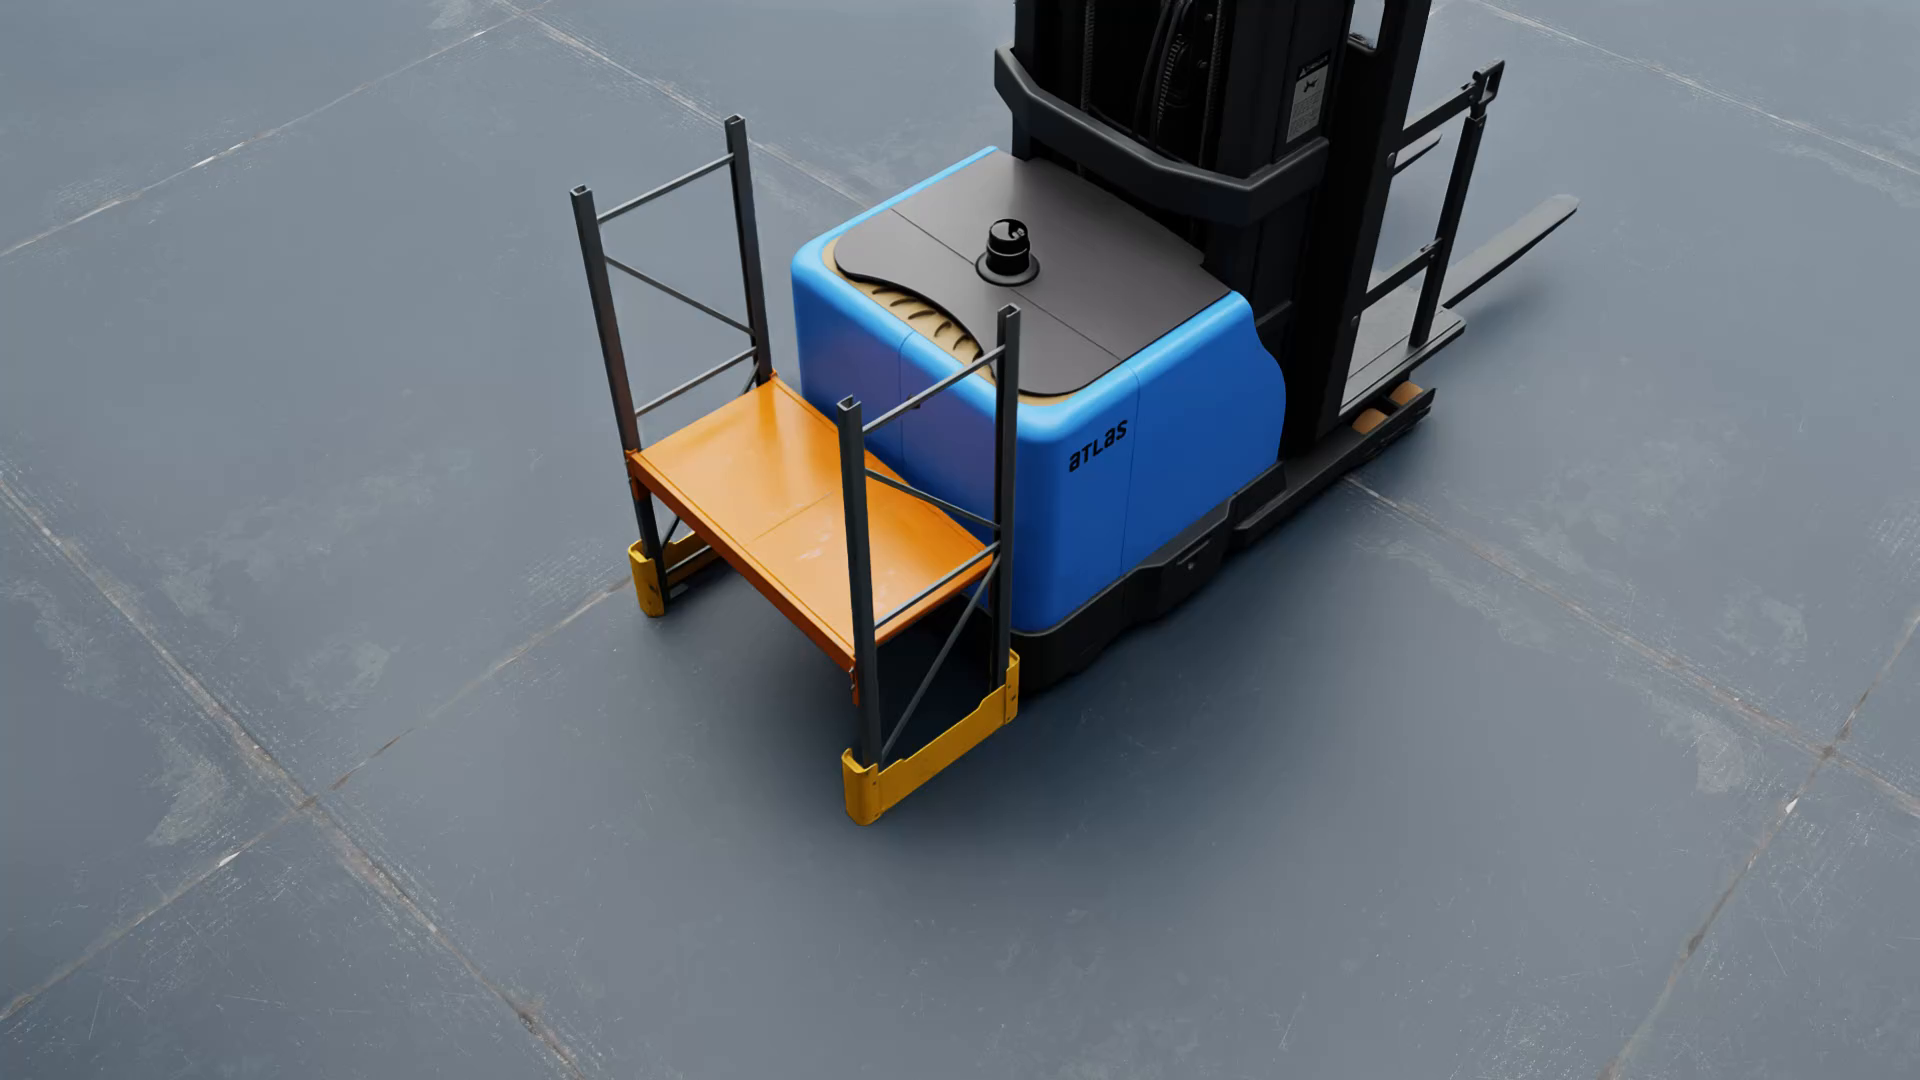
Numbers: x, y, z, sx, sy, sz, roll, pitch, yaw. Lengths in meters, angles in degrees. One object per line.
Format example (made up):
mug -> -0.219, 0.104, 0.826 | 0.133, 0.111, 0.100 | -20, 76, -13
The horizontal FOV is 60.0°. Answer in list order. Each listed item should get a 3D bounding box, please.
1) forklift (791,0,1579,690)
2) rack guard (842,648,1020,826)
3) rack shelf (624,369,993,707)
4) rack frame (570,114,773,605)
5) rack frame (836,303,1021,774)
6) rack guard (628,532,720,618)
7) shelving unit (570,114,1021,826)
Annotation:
forklift -> 0.944, -1.524, 4.671 | 3.031, 2.935, 1.130 | -34, 55, -28
rack guard -> -0.073, 0.533, 4.577 | 0.587, 0.250, 0.087 | -33, 55, -27
rack shelf -> -0.399, -0.037, 4.502 | 0.538, 0.185, 1.000 | -33, 55, -27
rack frame -> -0.738, -0.436, 4.631 | 0.500, 1.500, 0.032 | -33, 55, -27
rack frame -> -0.061, 0.116, 4.111 | 0.500, 1.500, 0.032 | -33, 55, -27
rack guard -> -0.736, -0.008, 5.086 | 0.587, 0.250, 0.087 | -33, 55, -27
shelving unit -> -0.405, -0.165, 4.376 | 0.587, 1.500, 1.083 | -33, 55, -27
